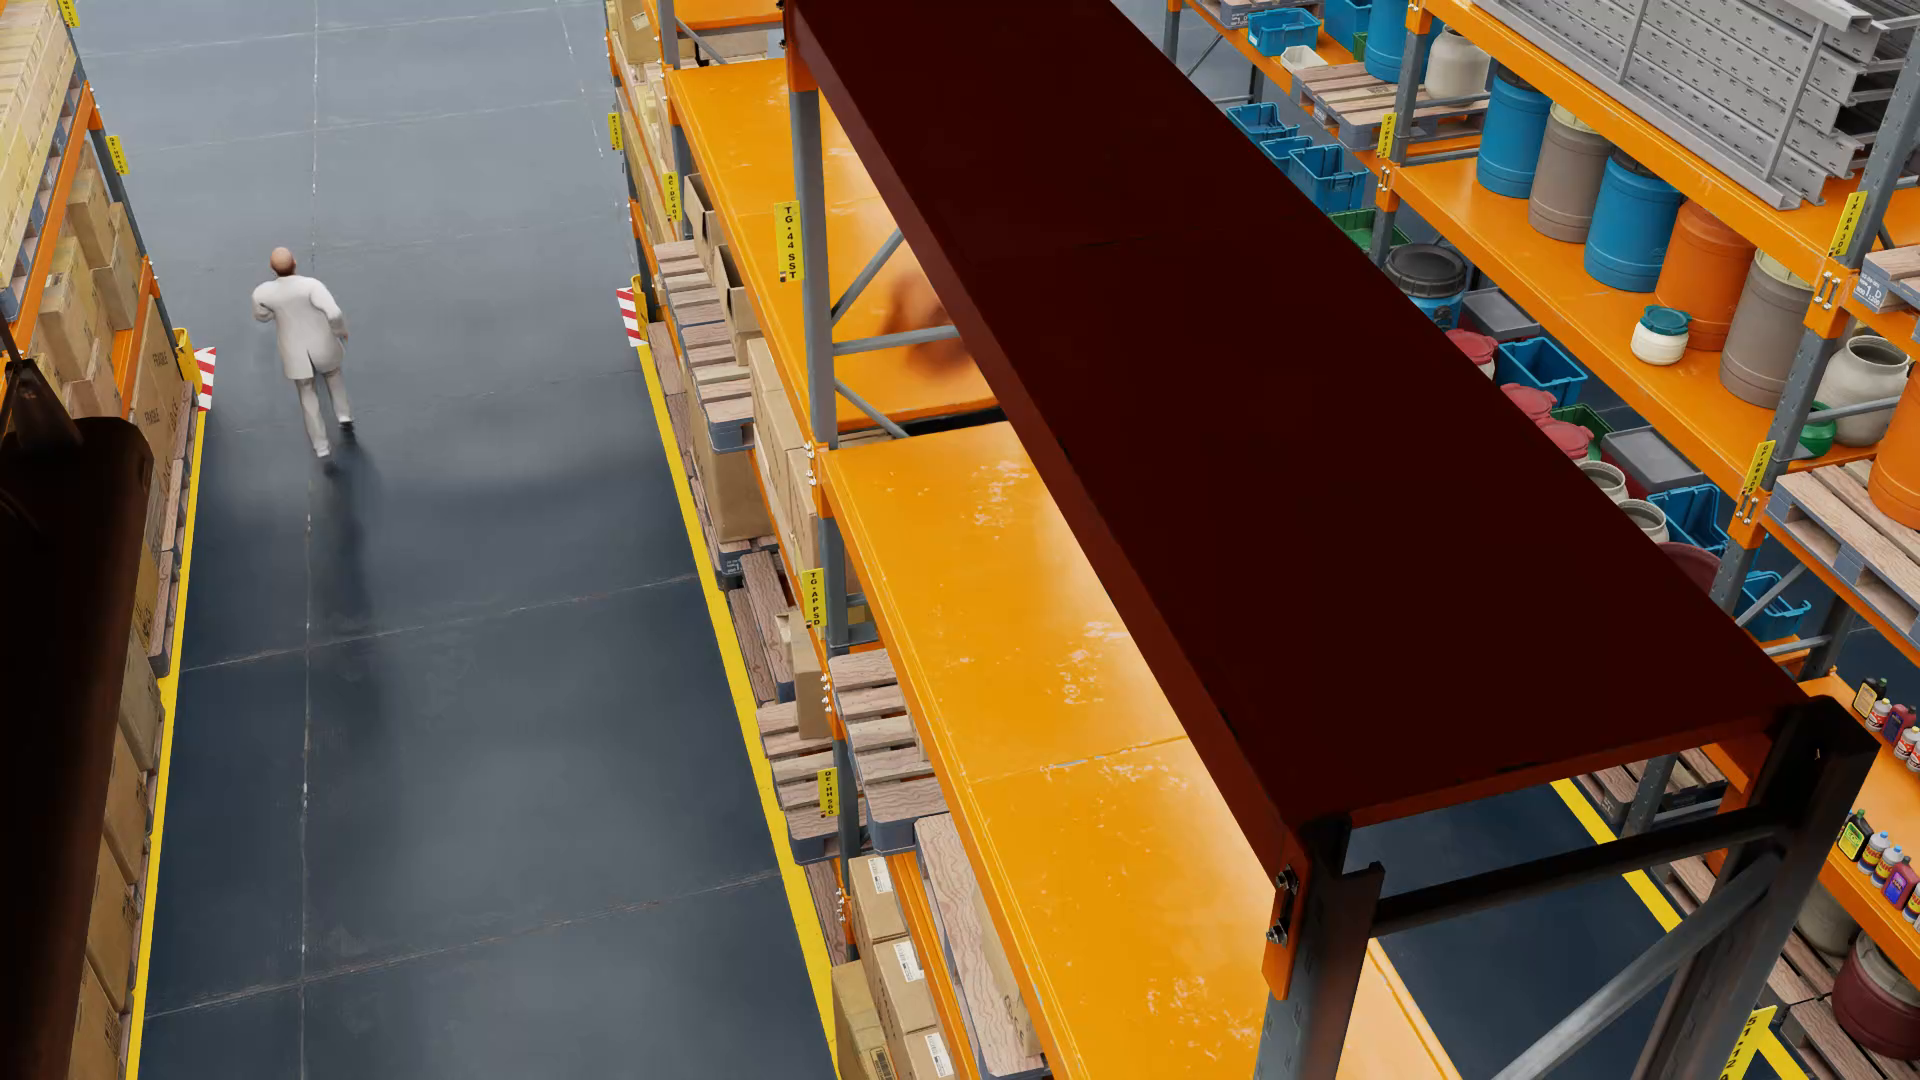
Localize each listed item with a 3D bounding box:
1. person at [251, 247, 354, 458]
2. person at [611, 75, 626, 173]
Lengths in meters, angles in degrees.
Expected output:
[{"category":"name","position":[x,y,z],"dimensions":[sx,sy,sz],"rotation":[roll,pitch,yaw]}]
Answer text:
[{"category":"person","position":[-5.201,-1.515,13.296],"dimensions":[0.679,1.839,0.860],"rotation":[-11,40,-14]},{"category":"person","position":[-3.157,-3.828,16.346],"dimensions":[0.594,1.664,0.634],"rotation":[14,40,17]}]
